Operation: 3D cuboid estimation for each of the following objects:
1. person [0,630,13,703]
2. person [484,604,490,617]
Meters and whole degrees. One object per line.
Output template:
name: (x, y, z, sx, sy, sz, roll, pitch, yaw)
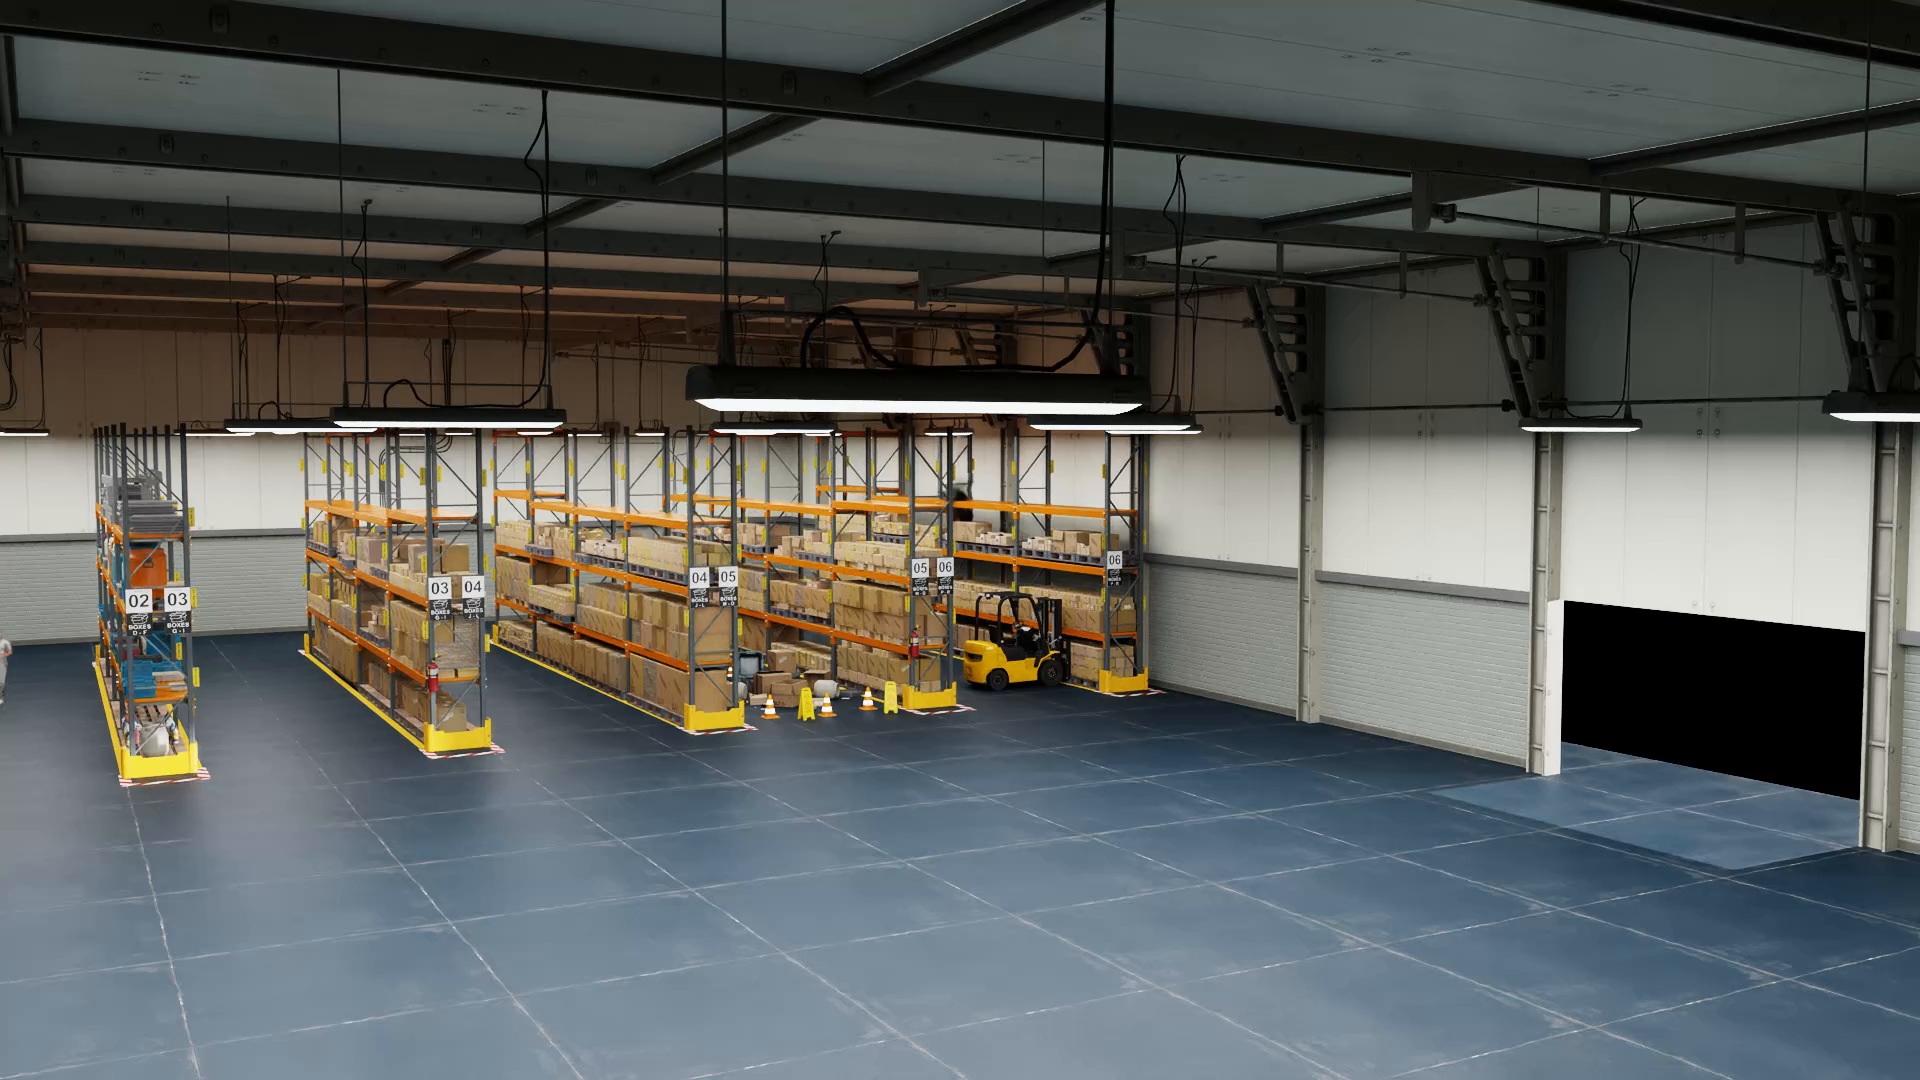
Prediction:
person: (-20.619, 2.740, 35.646, 0.555, 1.727, 0.683, -2, 4, -34)
person: (-12.637, 2.253, 43.607, 0.580, 1.761, 0.751, -2, 4, -25)
